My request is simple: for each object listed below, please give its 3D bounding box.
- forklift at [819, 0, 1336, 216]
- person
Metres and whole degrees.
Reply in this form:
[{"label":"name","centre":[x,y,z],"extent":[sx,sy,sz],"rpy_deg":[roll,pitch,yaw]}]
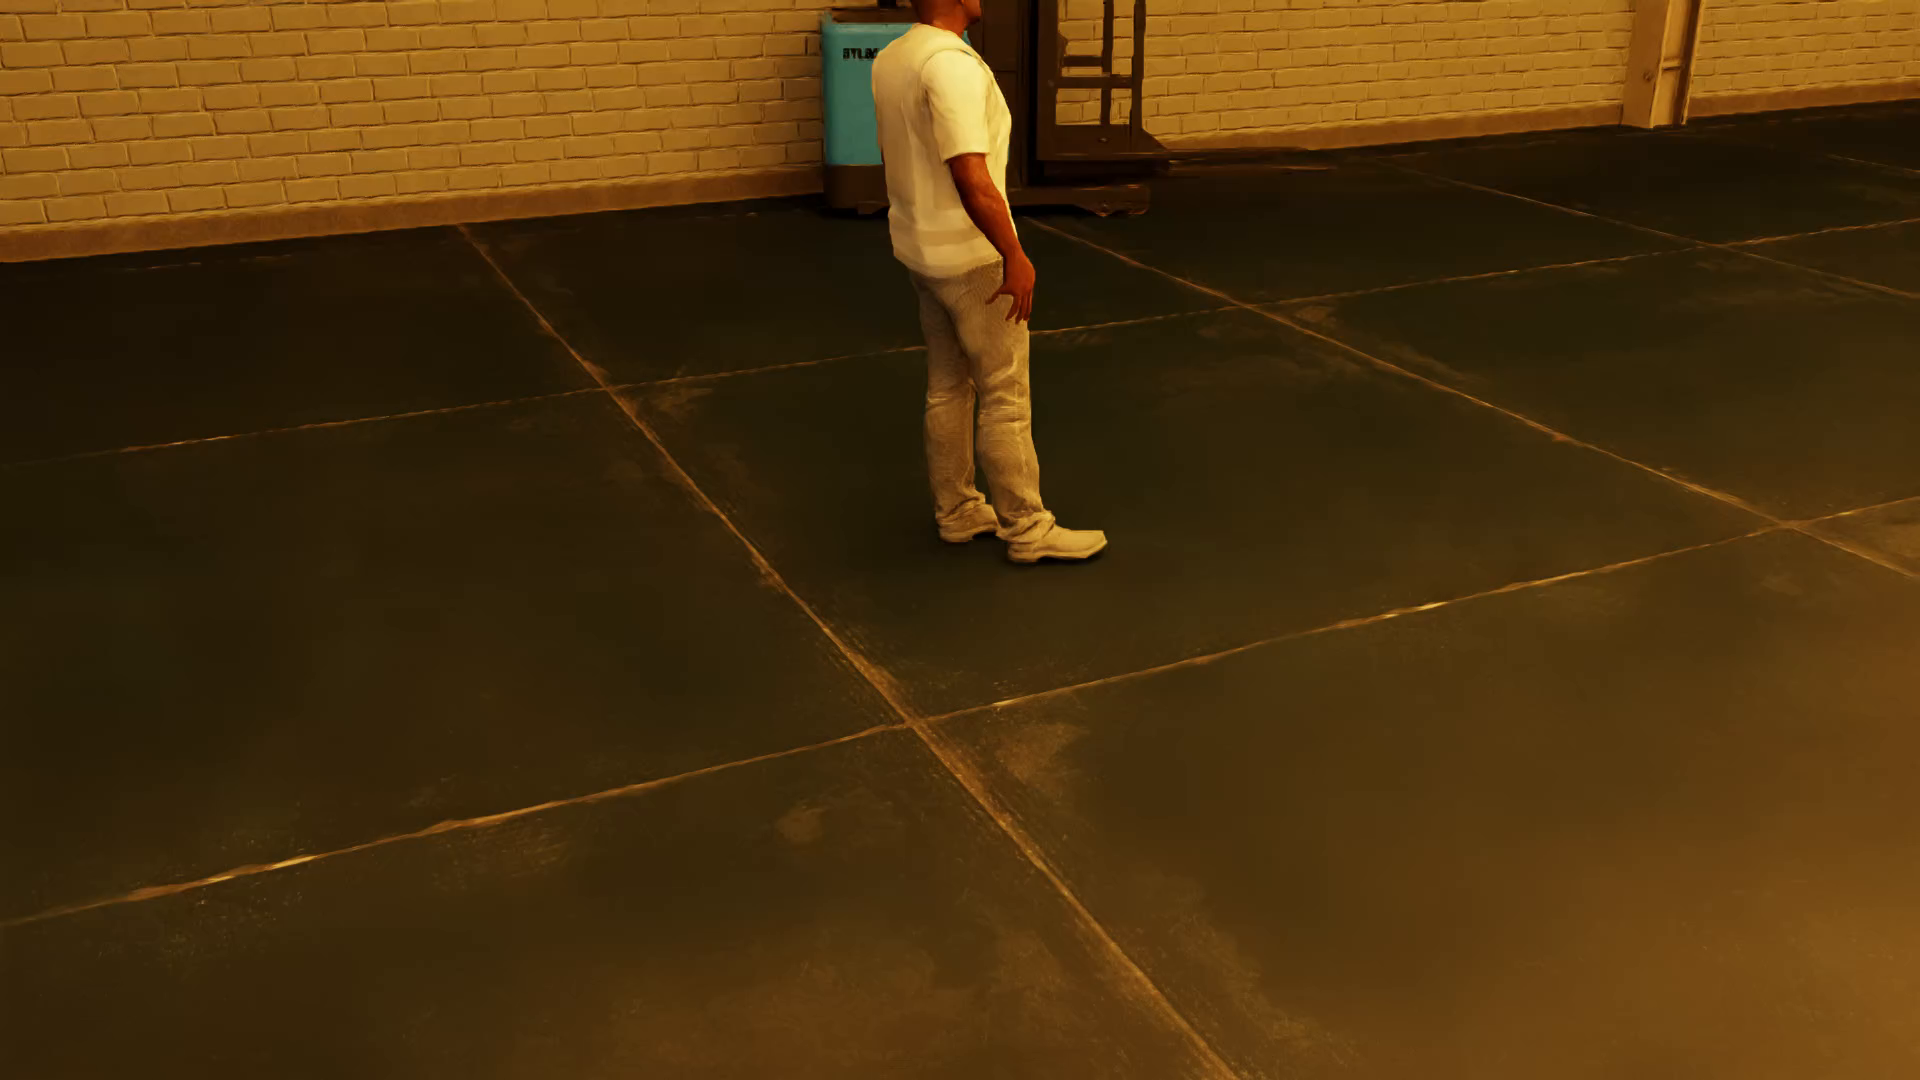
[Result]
[{"label":"forklift","centre":[0.692,-3.429,9.541],"extent":[3.031,2.935,1.130],"rpy_deg":[-2,23,-5]},{"label":"person","centre":[0.065,-0.830,4.789],"extent":[0.576,1.761,0.665],"rpy_deg":[-10,25,-23]}]
